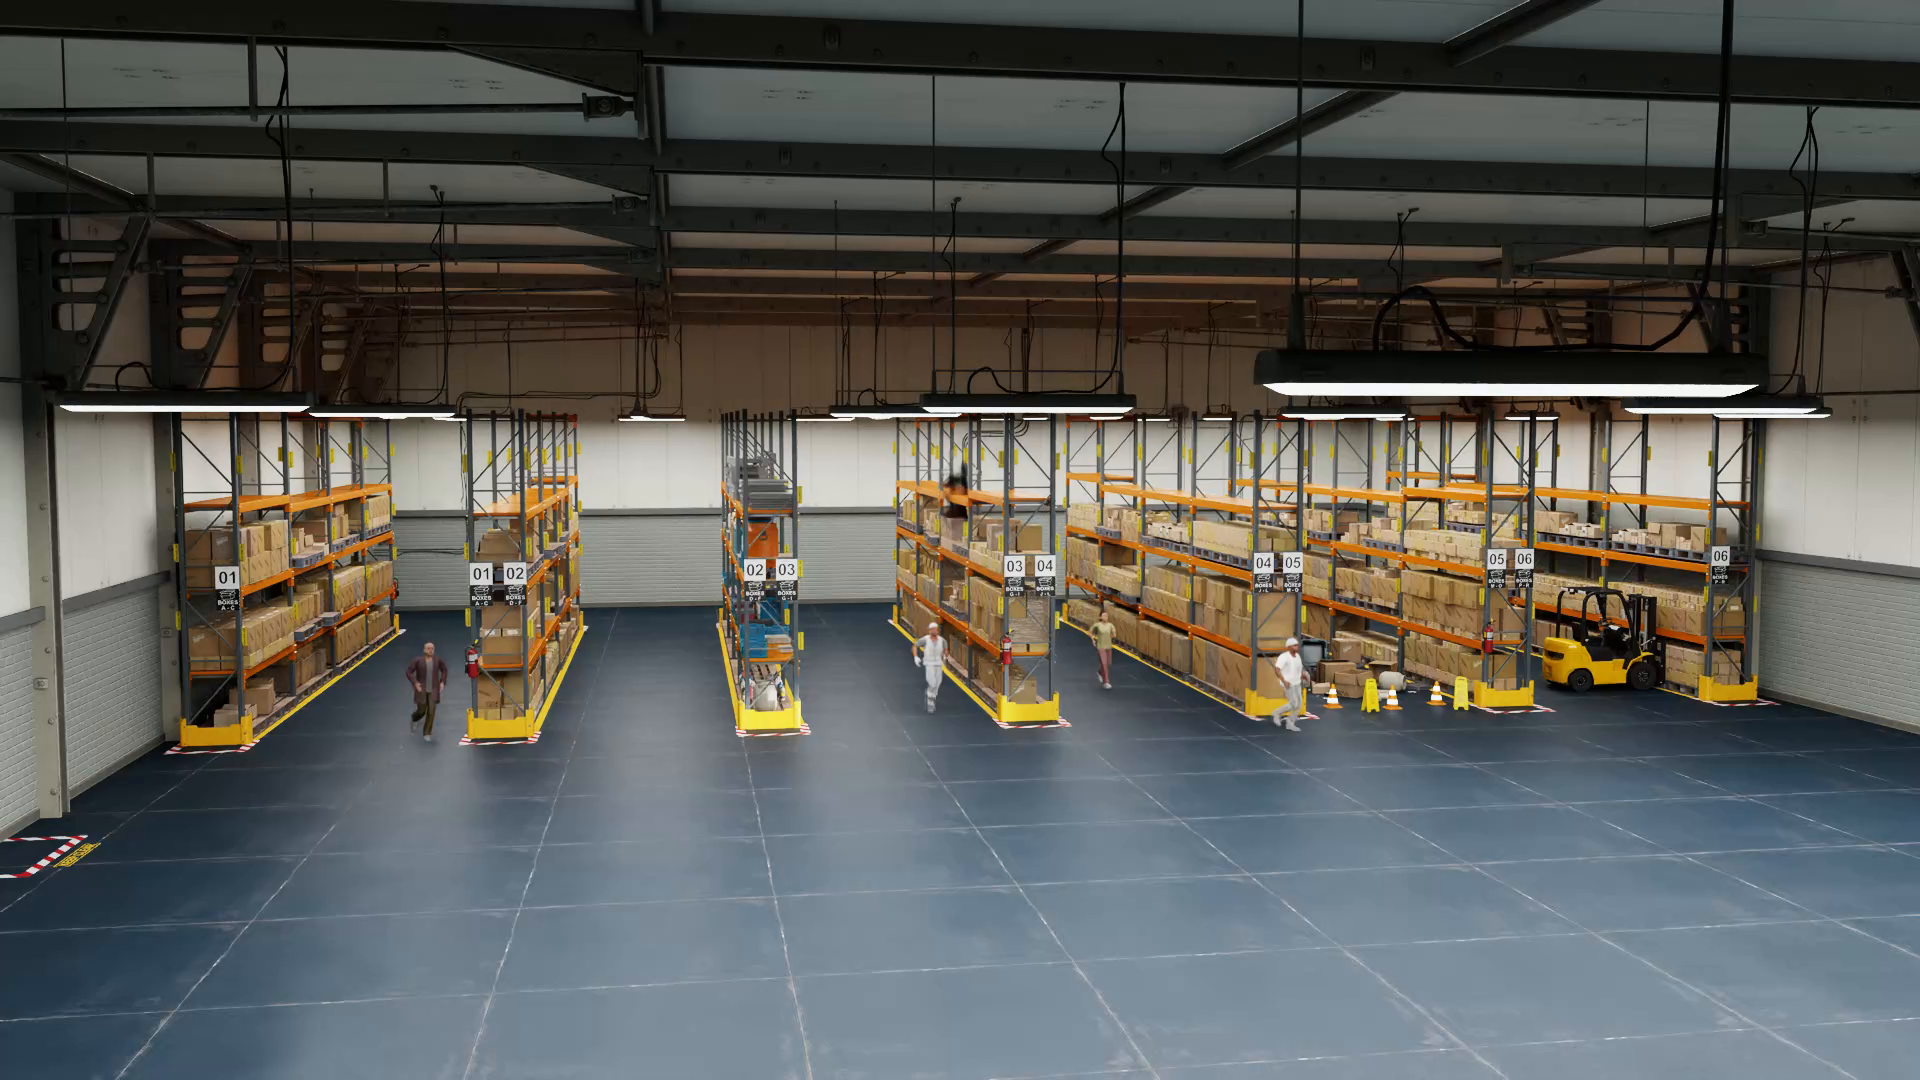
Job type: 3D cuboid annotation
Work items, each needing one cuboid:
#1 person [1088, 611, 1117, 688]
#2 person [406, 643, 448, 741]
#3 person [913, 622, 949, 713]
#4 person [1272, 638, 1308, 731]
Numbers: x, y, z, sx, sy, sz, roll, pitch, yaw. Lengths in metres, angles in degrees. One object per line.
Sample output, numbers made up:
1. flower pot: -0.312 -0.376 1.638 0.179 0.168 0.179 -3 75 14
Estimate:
1. person: 3.130 2.350 36.153 0.581 1.646 0.960 -1 4 -17
2. person: -9.722 2.766 30.381 0.747 1.769 0.766 -2 5 -31
3. person: -0.541 2.545 33.102 0.691 1.818 0.664 -2 4 -21
4. person: 6.167 2.691 31.126 0.719 1.736 0.577 -4 6 -45
